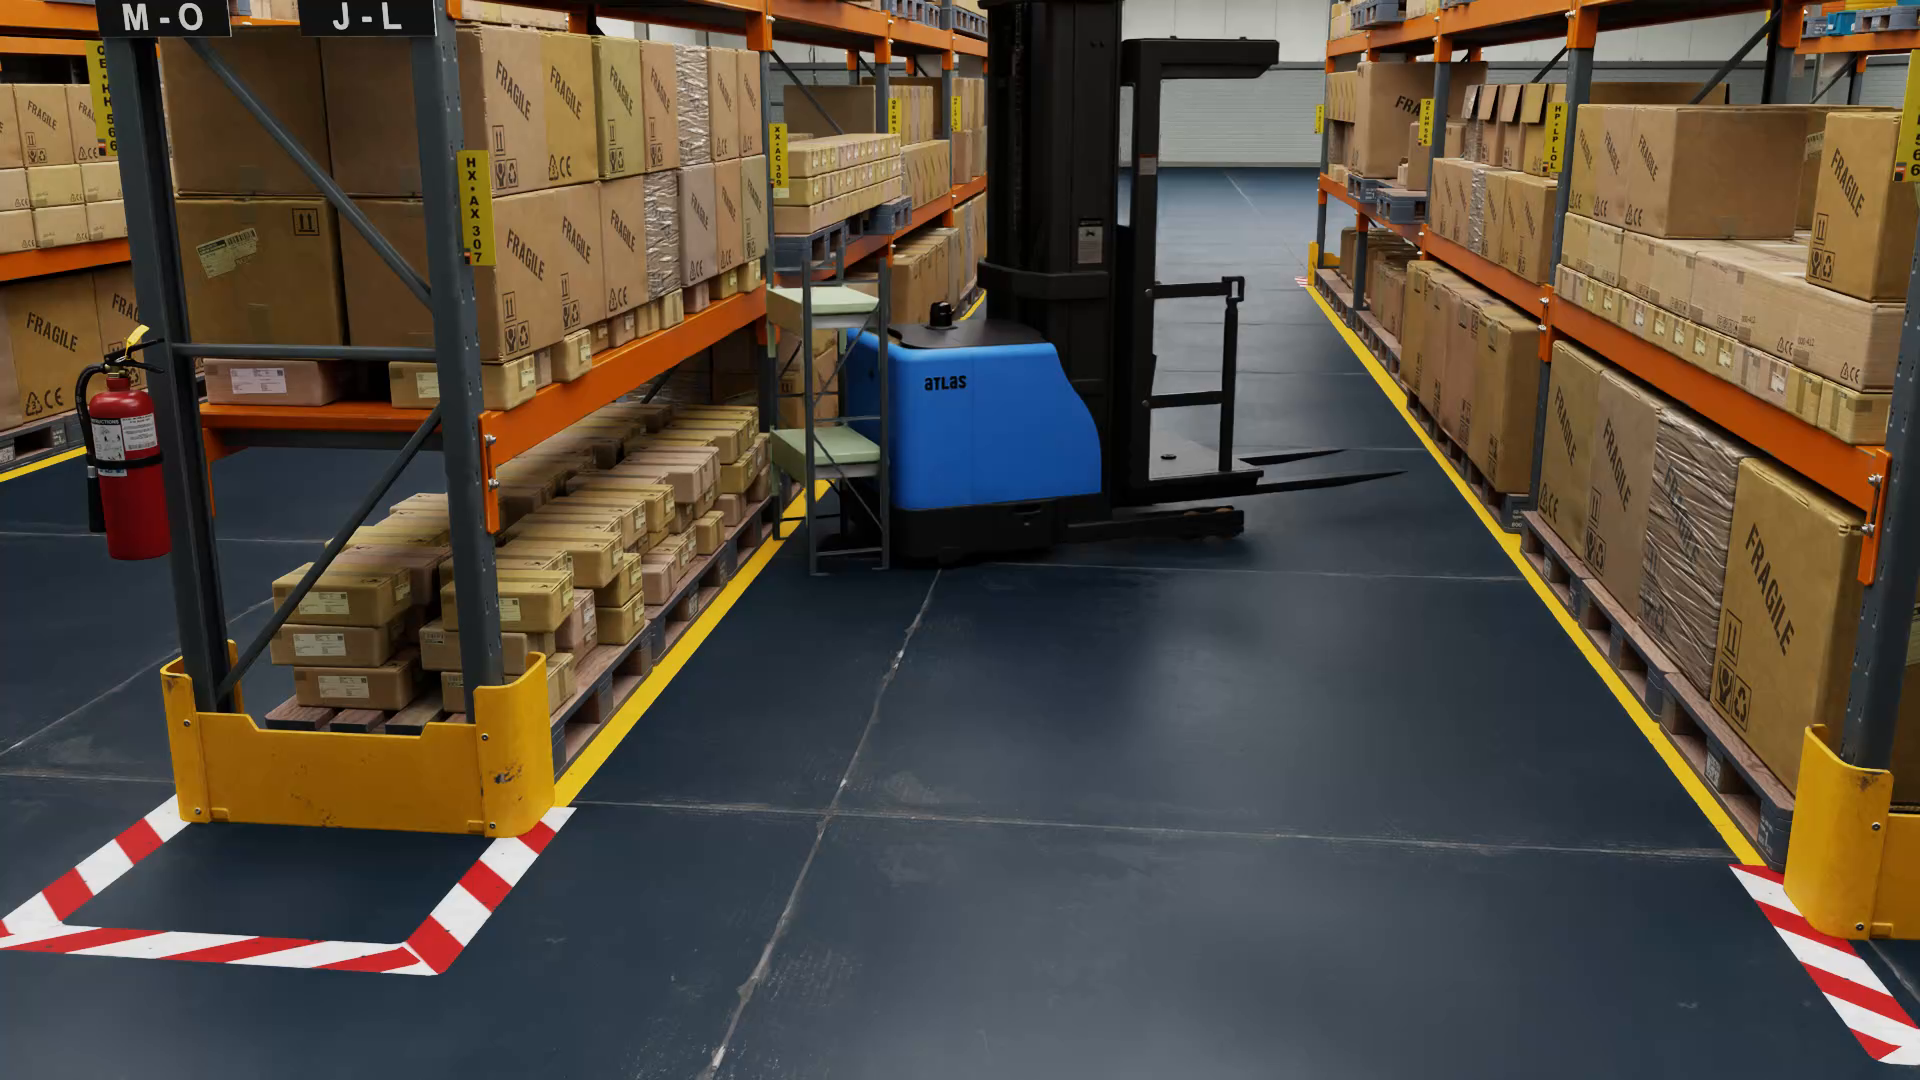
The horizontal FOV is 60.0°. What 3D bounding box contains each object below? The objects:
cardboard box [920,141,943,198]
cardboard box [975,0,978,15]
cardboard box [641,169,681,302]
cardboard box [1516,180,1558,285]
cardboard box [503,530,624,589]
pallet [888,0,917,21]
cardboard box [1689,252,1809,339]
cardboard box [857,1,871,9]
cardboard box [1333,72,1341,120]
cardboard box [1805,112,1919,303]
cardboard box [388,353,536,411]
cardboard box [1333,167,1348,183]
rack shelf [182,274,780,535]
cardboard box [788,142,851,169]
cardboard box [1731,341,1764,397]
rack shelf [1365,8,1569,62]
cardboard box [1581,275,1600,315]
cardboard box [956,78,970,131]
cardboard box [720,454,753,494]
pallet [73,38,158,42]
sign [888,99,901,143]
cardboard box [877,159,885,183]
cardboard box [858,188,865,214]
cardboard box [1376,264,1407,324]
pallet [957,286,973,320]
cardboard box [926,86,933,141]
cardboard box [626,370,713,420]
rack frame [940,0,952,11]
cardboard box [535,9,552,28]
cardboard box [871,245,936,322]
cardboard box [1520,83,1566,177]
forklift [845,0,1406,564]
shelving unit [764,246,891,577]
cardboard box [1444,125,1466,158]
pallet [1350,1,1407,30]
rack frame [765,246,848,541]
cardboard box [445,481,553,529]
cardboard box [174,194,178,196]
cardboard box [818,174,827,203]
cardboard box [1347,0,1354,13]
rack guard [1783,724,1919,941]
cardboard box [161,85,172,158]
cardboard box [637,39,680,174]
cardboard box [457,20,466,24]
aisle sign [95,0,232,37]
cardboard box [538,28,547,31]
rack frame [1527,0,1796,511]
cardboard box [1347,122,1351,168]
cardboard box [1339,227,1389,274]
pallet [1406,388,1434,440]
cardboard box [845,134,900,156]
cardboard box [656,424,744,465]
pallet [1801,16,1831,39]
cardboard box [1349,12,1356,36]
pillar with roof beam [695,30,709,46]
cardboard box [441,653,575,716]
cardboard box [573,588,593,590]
[{"bbox_3d":[-0.432,-3.440,15.448,0.500,0.500,0.500,2,15,6],"label":"cardboard box"},{"bbox_3d":[-0.004,-5.790,18.066,0.380,0.149,0.250,2,15,7],"label":"cardboard box"},{"bbox_3d":[-1.456,-1.253,6.788,0.500,0.500,0.500,1,15,5],"label":"cardboard box"},{"bbox_3d":[3.214,-1.597,8.630,0.500,0.500,0.500,2,15,6],"label":"cardboard box"},{"bbox_3d":[-1.472,0.070,6.175,0.380,0.149,0.250,2,15,6],"label":"cardboard box"},{"bbox_3d":[-1.013,-4.154,12.895,1.213,0.211,1.003,2,15,9],"label":"pallet"},{"bbox_3d":[2.887,-0.850,5.777,0.500,0.250,0.500,1,15,4],"label":"cardboard box"},{"bbox_3d":[-0.888,-3.840,11.177,0.500,0.500,0.500,2,15,6],"label":"cardboard box"},{"bbox_3d":[4.335,-4.812,18.035,0.500,0.500,0.500,2,15,6],"label":"cardboard box"},{"bbox_3d":[2.775,-0.949,4.706,0.500,0.500,0.500,2,15,7],"label":"cardboard box"},{"bbox_3d":[-1.573,-0.507,5.273,0.380,0.149,0.250,2,15,6],"label":"cardboard box"},{"bbox_3d":[4.252,-3.957,18.032,0.380,0.149,0.250,2,15,6],"label":"cardboard box"},{"bbox_3d":[-1.710,-0.726,6.977,1.077,0.370,4.000,2,15,6],"label":"rack shelf"},{"bbox_3d":[-0.867,-2.319,10.028,0.380,0.149,0.250,2,15,6],"label":"cardboard box"},{"bbox_3d":[2.781,-0.560,5.468,0.380,0.149,0.250,2,15,7],"label":"cardboard box"},{"bbox_3d":[4.110,-4.076,13.622,1.077,0.370,4.000,2,15,6],"label":"rack shelf"},{"bbox_3d":[3.010,-1.095,7.445,0.380,0.149,0.250,2,15,8],"label":"cardboard box"},{"bbox_3d":[-0.362,-4.637,17.708,0.875,0.550,0.550,2,15,6],"label":"cardboard box"},{"bbox_3d":[-1.235,-0.330,8.223,0.380,0.149,0.250,1,15,4],"label":"cardboard box"},{"bbox_3d":[-10.098,-6.191,20.236,1.003,0.211,1.213,2,15,6],"label":"pallet"},{"bbox_3d":[-0.493,-3.136,12.447,0.100,0.325,0.005,2,15,6],"label":"sign"},{"bbox_3d":[-0.720,-2.510,11.305,0.380,0.149,0.250,2,15,6],"label":"cardboard box"},{"bbox_3d":[-0.809,-2.166,10.602,0.380,0.149,0.250,1,15,4],"label":"cardboard box"},{"bbox_3d":[4.172,-2.218,15.064,0.700,0.500,0.500,2,15,6],"label":"cardboard box"},{"bbox_3d":[-0.418,-2.515,17.560,1.003,0.211,1.213,2,15,6],"label":"pallet"},{"bbox_3d":[-0.632,-4.068,15.854,0.700,0.500,0.500,1,15,5],"label":"cardboard box"},{"bbox_3d":[-1.651,-0.787,9.810,0.500,0.500,0.500,1,15,5],"label":"cardboard box"},{"bbox_3d":[-0.582,-6.562,15.692,1.000,3.000,0.127,2,15,6],"label":"rack frame"},{"bbox_3d":[-4.962,-5.937,18.842,0.500,0.250,0.500,2,15,8],"label":"cardboard box"},{"bbox_3d":[-0.779,-2.128,14.290,1.050,0.750,0.750,2,15,7],"label":"cardboard box"},{"bbox_3d":[3.585,-2.295,9.291,0.797,0.503,0.637,2,15,7],"label":"cardboard box"},{"bbox_3d":[0.945,-1.519,8.664,3.031,2.935,1.130,-6,16,-20],"label":"forklift"},{"bbox_3d":[-0.658,-0.656,8.197,0.431,1.500,0.755,-5,15,-19],"label":"shelving unit"},{"bbox_3d":[3.905,-2.849,12.455,0.500,0.500,0.500,0,15,-1],"label":"cardboard box"},{"bbox_3d":[4.160,-4.695,14.890,1.213,0.211,1.003,2,15,6],"label":"pallet"},{"bbox_3d":[-0.782,-0.742,8.531,0.400,1.500,0.023,-5,15,-19],"label":"rack frame"},{"bbox_3d":[-1.932,-0.149,6.983,0.380,0.149,0.250,1,15,4],"label":"cardboard box"},{"bbox_3d":[-5.804,-2.404,12.095,0.500,0.250,0.500,2,15,7],"label":"cardboard box"},{"bbox_3d":[-0.955,-1.973,9.317,0.380,0.149,0.250,1,15,5],"label":"cardboard box"},{"bbox_3d":[4.345,-5.699,17.768,0.380,0.149,0.250,1,15,4],"label":"cardboard box"},{"bbox_3d":[2.979,0.831,4.631,1.175,0.500,0.348,2,15,6],"label":"rack guard"},{"bbox_3d":[-5.811,-3.004,11.919,0.500,0.500,0.500,2,15,7],"label":"cardboard box"},{"bbox_3d":[-1.436,-1.735,6.654,0.500,0.500,0.500,1,15,4],"label":"cardboard box"},{"bbox_3d":[-5.230,-5.187,16.834,0.380,0.149,0.250,1,15,5],"label":"cardboard box"},{"bbox_3d":[-2.242,-1.799,4.588,0.394,0.787,0.004,2,15,6],"label":"aisle sign"},{"bbox_3d":[-4.957,-5.786,19.049,0.380,0.149,0.250,2,15,6],"label":"cardboard box"},{"bbox_3d":[3.433,-1.419,8.164,1.000,3.000,0.127,2,15,6],"label":"rack frame"},{"bbox_3d":[4.593,-4.191,17.652,0.875,0.500,0.500,2,15,6],"label":"cardboard box"},{"bbox_3d":[4.700,-3.366,19.349,0.500,0.500,0.500,5,16,17],"label":"cardboard box"},{"bbox_3d":[3.720,-0.908,11.617,1.003,0.211,1.213,2,15,6],"label":"pallet"},{"bbox_3d":[-0.633,-2.857,12.018,0.380,0.149,0.250,1,15,4],"label":"cardboard box"},{"bbox_3d":[-1.276,-0.473,8.183,0.380,0.149,0.250,2,15,6],"label":"cardboard box"},{"bbox_3d":[9.518,-5.531,17.985,1.003,0.211,1.213,2,15,6],"label":"pallet"},{"bbox_3d":[4.249,-5.263,16.921,0.500,0.250,0.500,2,15,6],"label":"cardboard box"},{"bbox_3d":[-3.304,-15.365,48.244,9.100,9.000,0.400,2,15,6],"label":"pillar with roof beam"},{"bbox_3d":[-1.558,0.493,5.750,0.380,0.149,0.250,2,15,7],"label":"cardboard box"},{"bbox_3d":[-1.595,0.212,6.219,0.380,0.149,0.250,2,15,7],"label":"cardboard box"}]
